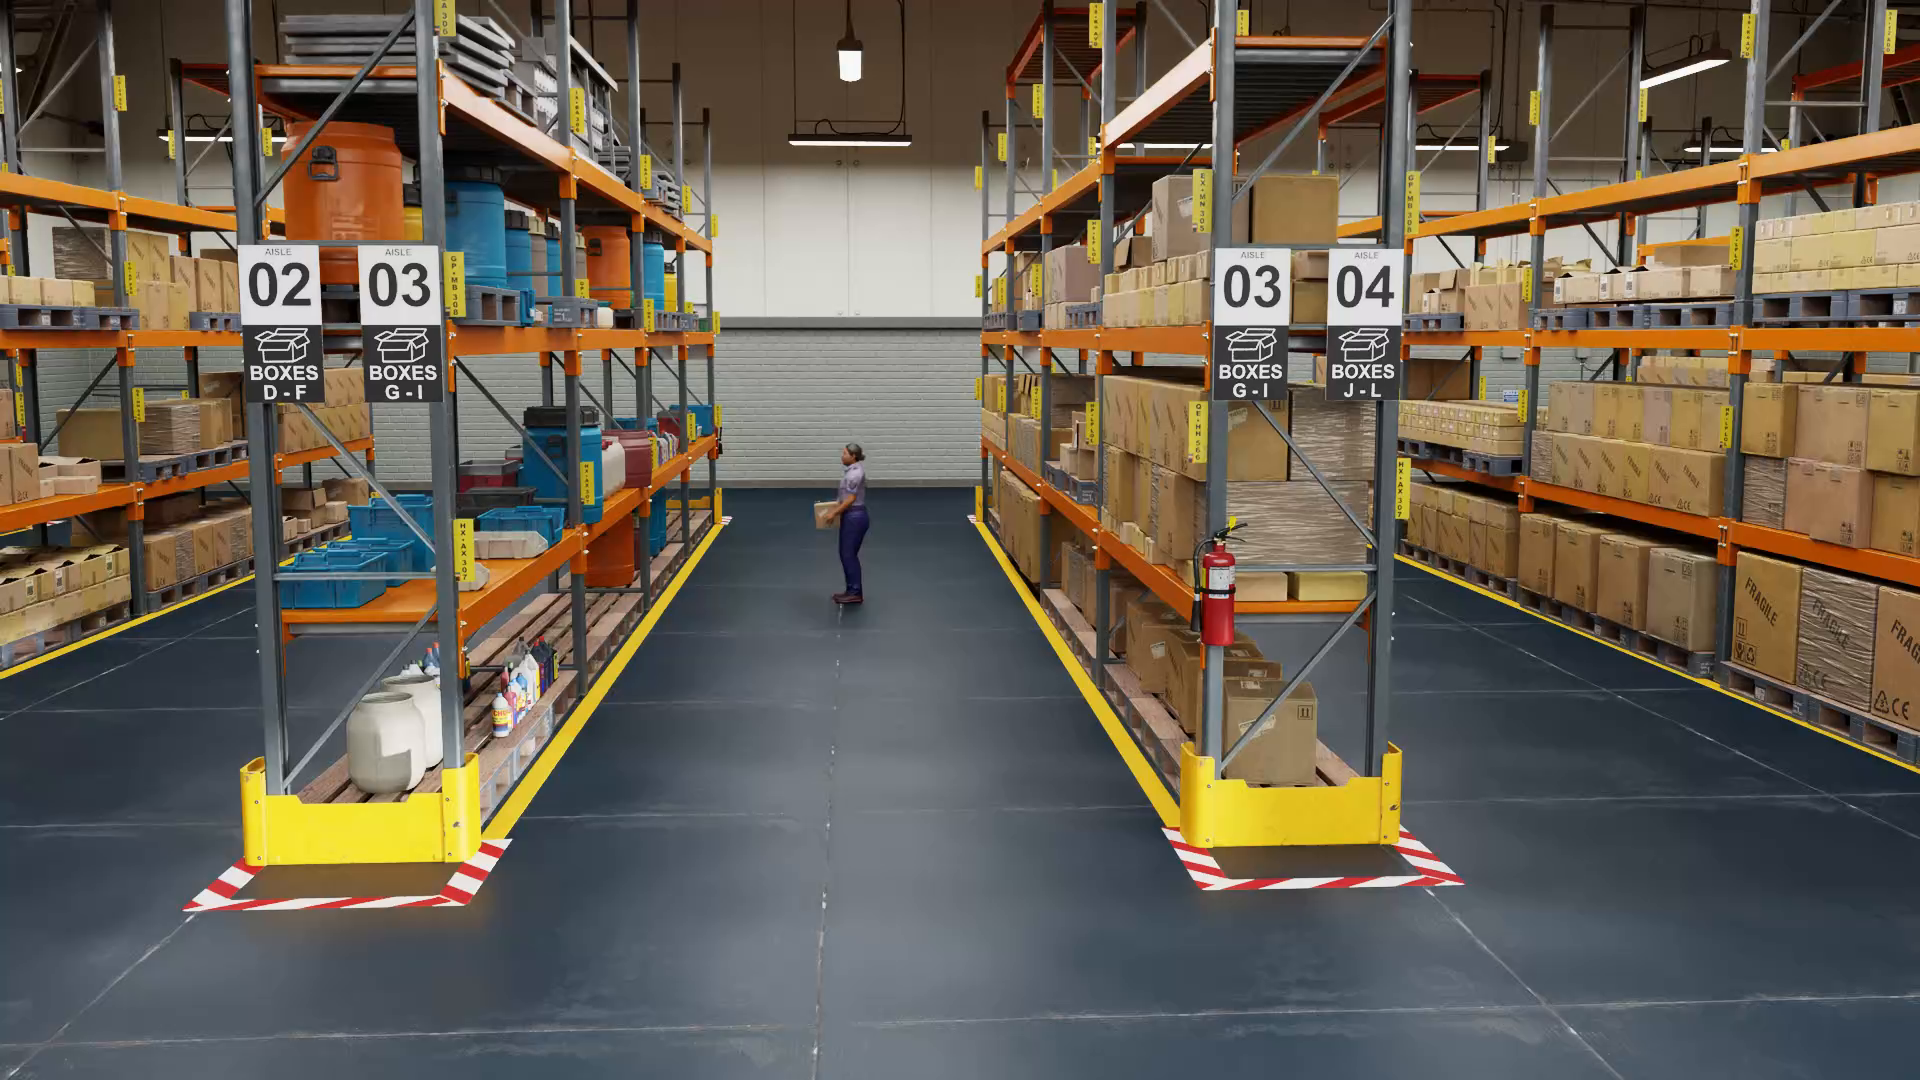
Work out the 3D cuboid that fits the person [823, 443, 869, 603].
[{"bbox_3d":[-1.181,-0.186,17.295,0.476,1.654,0.487,-1,7,-4],"label":"person"}]
